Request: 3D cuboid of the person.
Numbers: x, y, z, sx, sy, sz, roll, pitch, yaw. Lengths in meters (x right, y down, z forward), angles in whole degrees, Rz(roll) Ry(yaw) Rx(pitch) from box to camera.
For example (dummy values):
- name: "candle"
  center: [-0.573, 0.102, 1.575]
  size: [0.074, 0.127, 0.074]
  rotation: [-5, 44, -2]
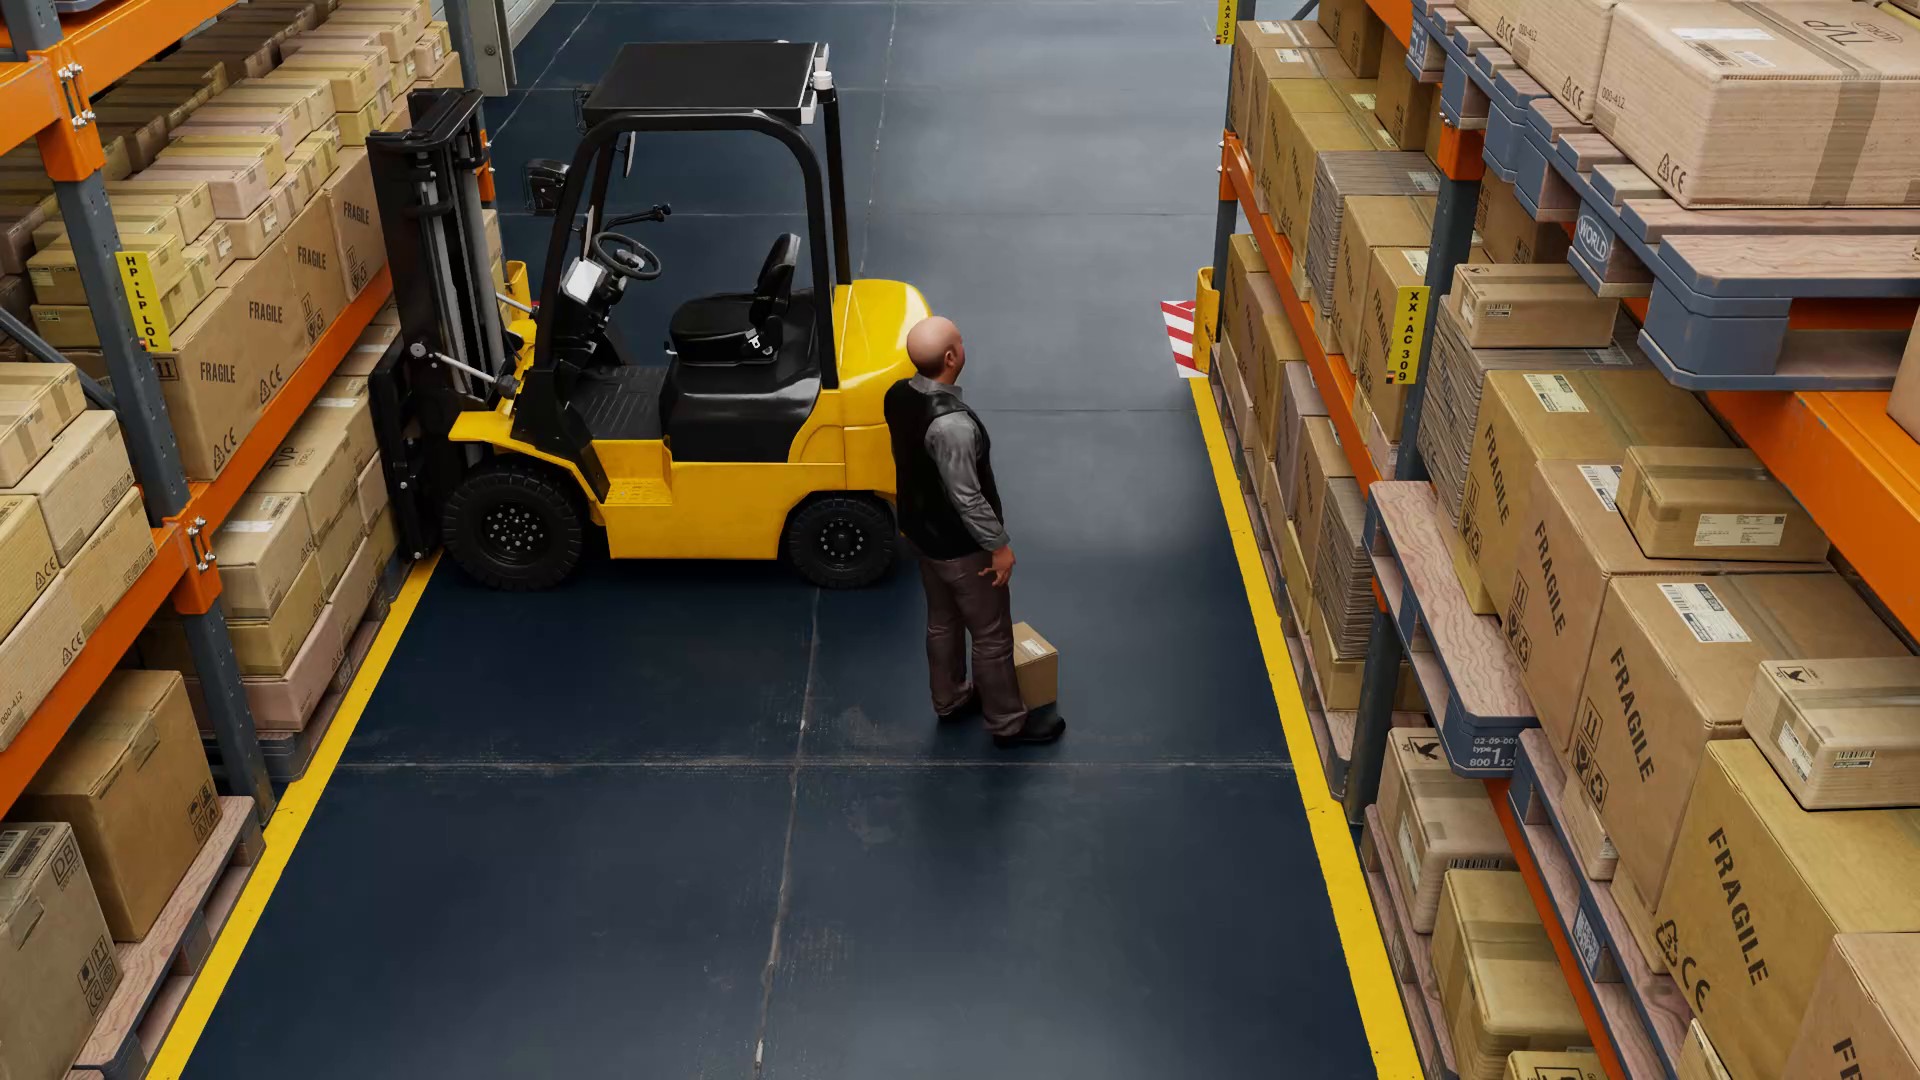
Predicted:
- name: "person"
  center: [0.038, -0.038, 6.203]
  size: [0.565, 1.723, 0.634]
  rotation: [-16, 35, -25]
